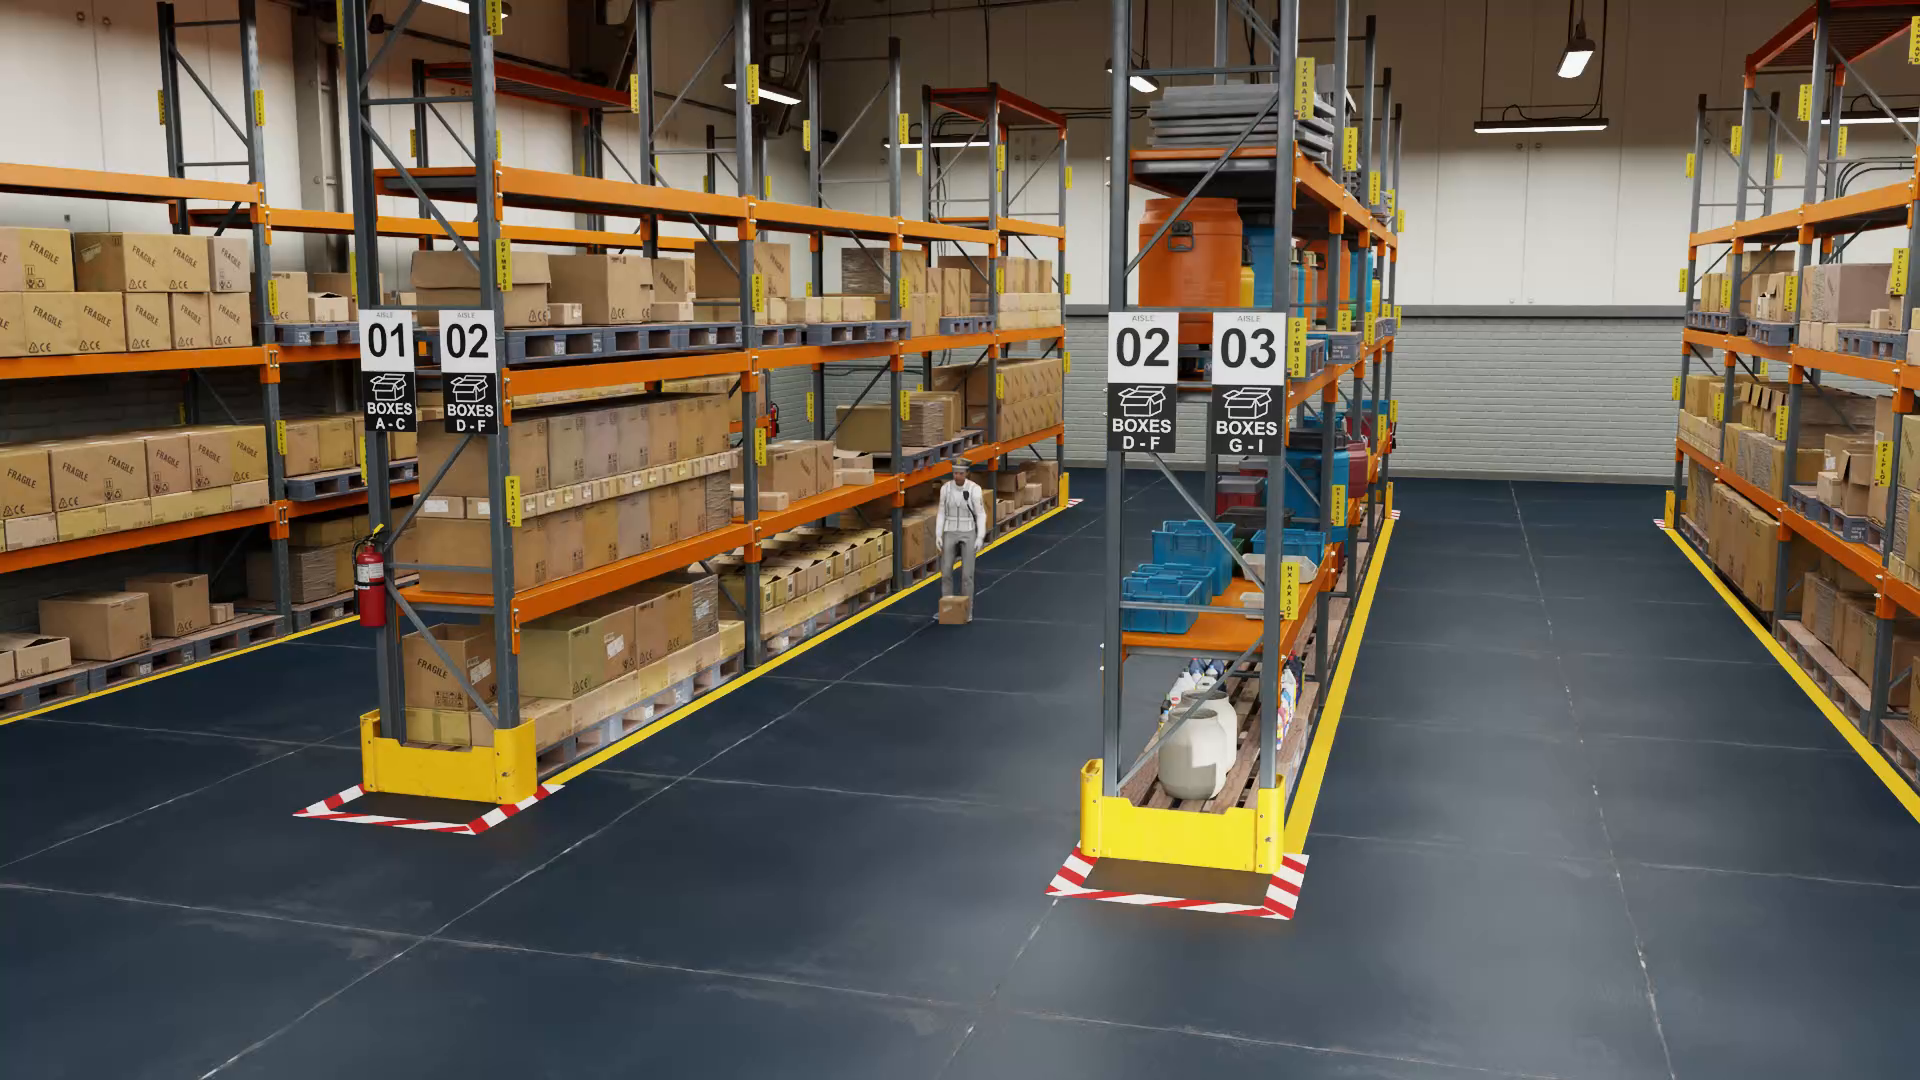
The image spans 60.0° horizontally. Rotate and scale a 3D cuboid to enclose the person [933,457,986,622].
[{"bbox_3d":[-0.003,-0.016,16.934,0.522,1.663,0.413,2,9,14],"label":"person"}]
